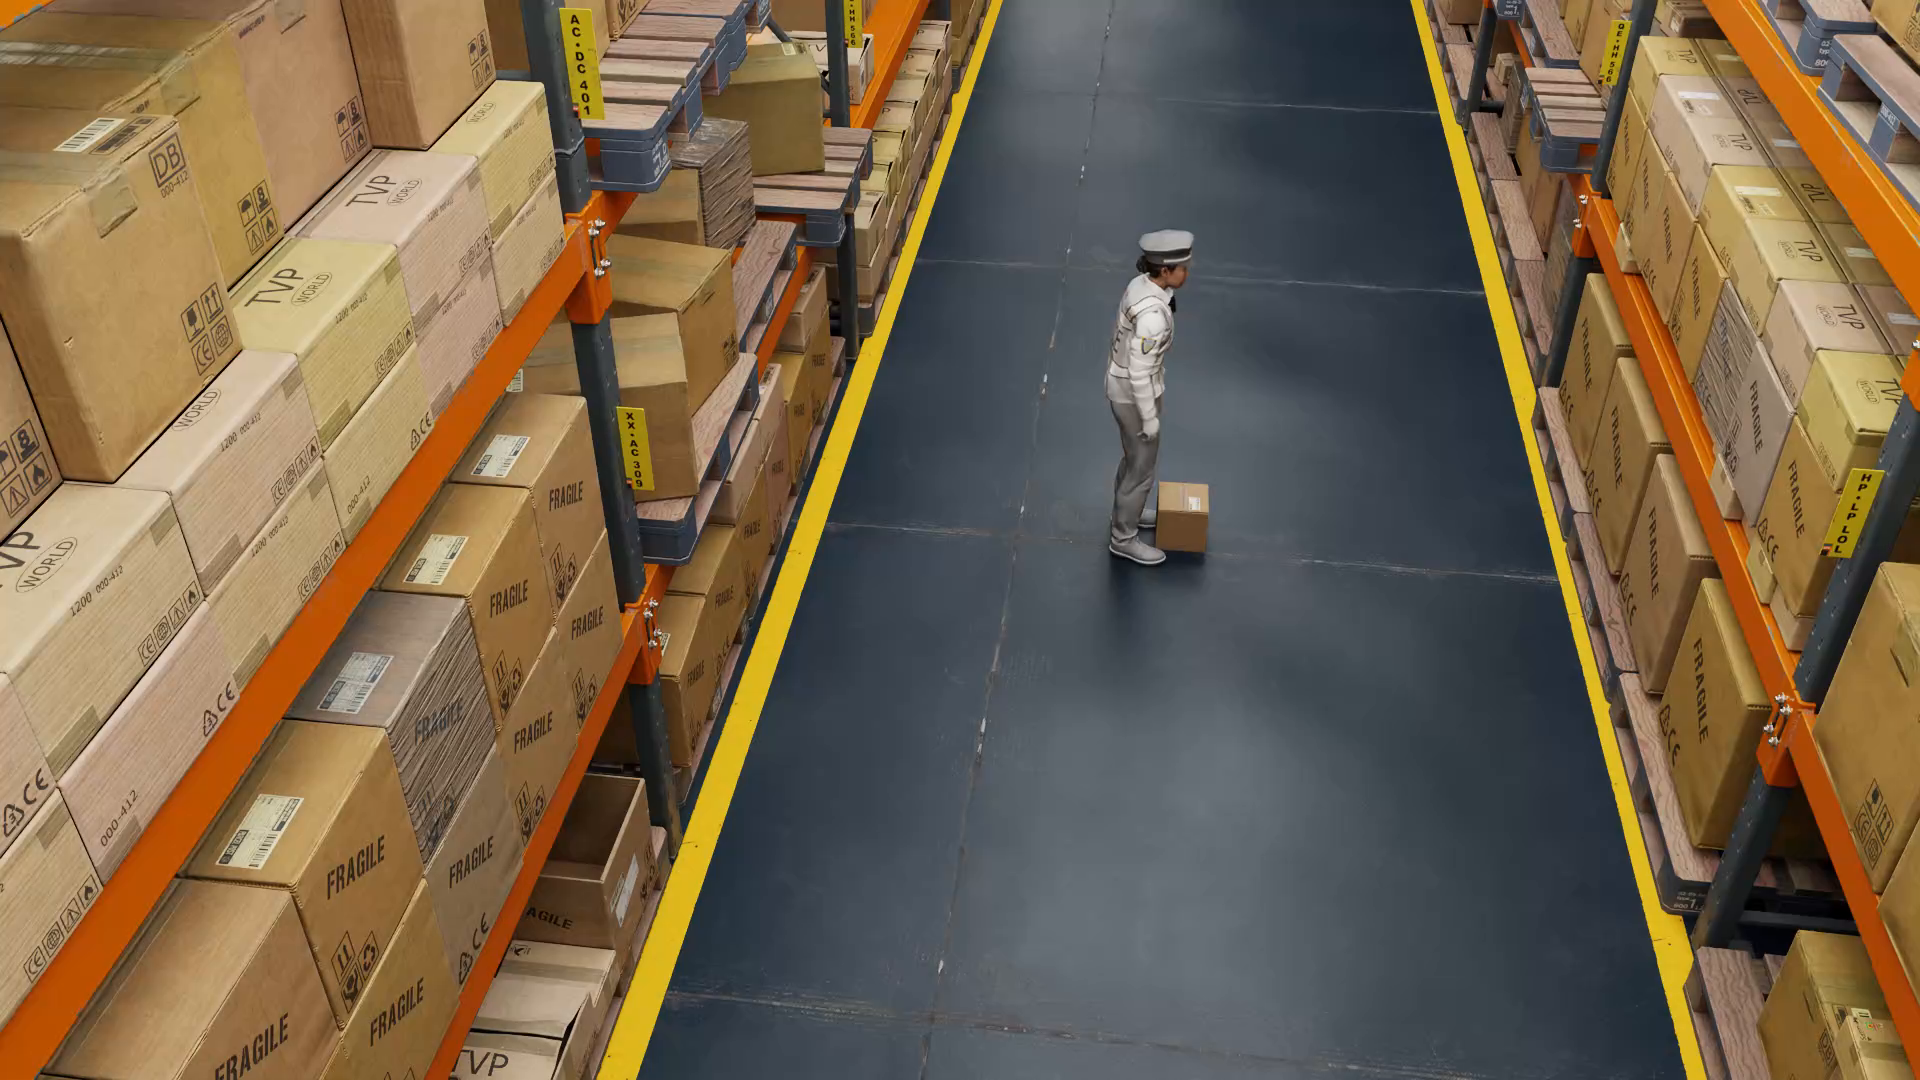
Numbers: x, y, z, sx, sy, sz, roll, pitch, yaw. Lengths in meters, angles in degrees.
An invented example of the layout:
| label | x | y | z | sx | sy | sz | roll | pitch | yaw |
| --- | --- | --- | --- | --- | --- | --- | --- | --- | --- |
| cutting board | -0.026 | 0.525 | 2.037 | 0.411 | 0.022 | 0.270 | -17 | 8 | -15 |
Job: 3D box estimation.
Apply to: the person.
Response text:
| label | x | y | z | sx | sy | sz | roll | pitch | yaw |
| --- | --- | --- | --- | --- | --- | --- | --- | --- | --- |
| person | 0.884 | -0.696 | 7.981 | 0.378 | 1.663 | 0.529 | 4 | 37 | 5 |
